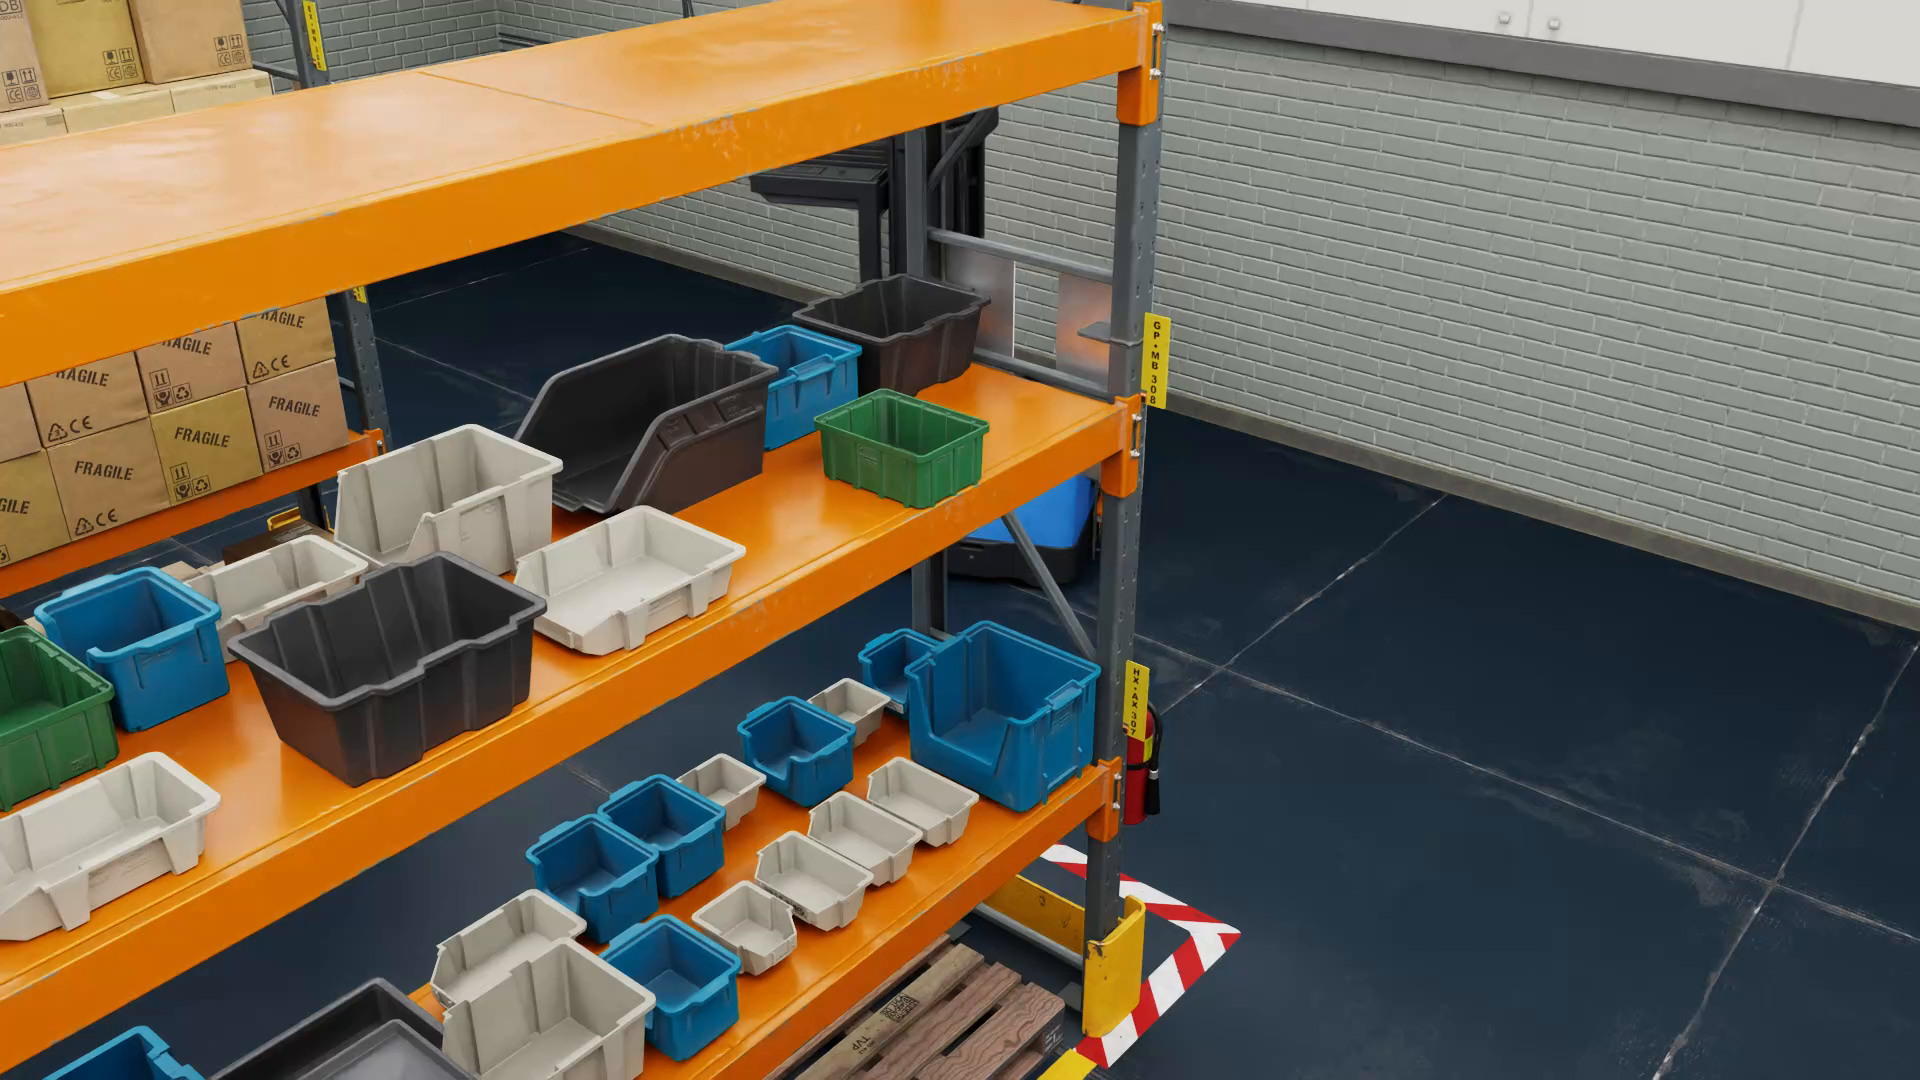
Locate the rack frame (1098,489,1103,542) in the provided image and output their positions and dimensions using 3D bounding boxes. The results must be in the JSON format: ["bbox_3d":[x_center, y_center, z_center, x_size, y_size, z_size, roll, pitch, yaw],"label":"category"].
[{"bbox_3d":[1.004,-0.442,10.592,0.200,1.050,0.008,7,28,12],"label":"rack frame"}]

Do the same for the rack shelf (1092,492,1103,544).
[{"bbox_3d":[0.973,-0.131,10.619,0.215,0.259,0.240,7,28,12],"label":"rack shelf"}]

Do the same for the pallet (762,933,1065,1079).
[{"bbox_3d":[-0.327,2.044,6.701,1.003,0.211,1.213,21,34,34],"label":"pallet"}]

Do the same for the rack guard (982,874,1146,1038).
[{"bbox_3d":[0.232,1.623,7.201,1.175,0.500,0.348,21,34,34],"label":"rack guard"}]

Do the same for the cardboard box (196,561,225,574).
[{"bbox_3d":[-4.283,0.275,9.690,0.380,0.166,0.250,21,34,34],"label":"cardboard box"}]

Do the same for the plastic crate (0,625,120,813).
[{"bbox_3d":[-2.281,0.466,3.682,0.450,0.188,0.662,21,34,34],"label":"plastic crate"}]

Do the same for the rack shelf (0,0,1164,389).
[{"bbox_3d":[-1.045,-0.934,4.111,1.077,0.370,4.000,21,34,34],"label":"rack shelf"}]

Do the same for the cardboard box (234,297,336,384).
[{"bbox_3d":[-3.664,-1.175,8.691,0.500,0.500,0.500,20,34,34],"label":"cardboard box"}]

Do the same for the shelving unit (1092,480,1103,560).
[{"bbox_3d":[0.974,-0.387,10.487,0.215,1.050,0.252,7,28,12],"label":"shelving unit"}]

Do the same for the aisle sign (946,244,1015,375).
[{"bbox_3d":[0.044,-0.742,6.223,0.394,0.787,0.004,21,34,34],"label":"aisle sign"}]

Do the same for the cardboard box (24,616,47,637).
[{"bbox_3d":[-4.793,0.566,9.037,0.500,0.250,0.500,21,34,34],"label":"cardboard box"}]

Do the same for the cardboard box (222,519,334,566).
[{"bbox_3d":[-3.748,0.255,9.366,0.500,0.500,0.500,21,34,34],"label":"cardboard box"}]

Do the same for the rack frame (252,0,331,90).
[{"bbox_3d":[-3.593,-3.589,8.026,1.000,3.000,0.127,21,34,34],"label":"rack frame"}]

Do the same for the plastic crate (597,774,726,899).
[{"bbox_3d":[-1.021,1.030,5.742,0.416,0.233,0.300,21,34,34],"label":"plastic crate"}]

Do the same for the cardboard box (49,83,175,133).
[{"bbox_3d":[-4.040,-1.978,7.795,0.500,0.250,0.500,21,34,34],"label":"cardboard box"}]

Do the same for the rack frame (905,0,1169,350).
[{"bbox_3d":[0.227,-2.140,5.225,1.000,3.000,0.127,21,34,34],"label":"rack frame"}]

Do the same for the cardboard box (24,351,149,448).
[{"bbox_3d":[-4.310,-0.810,7.986,0.500,0.500,0.500,22,34,36],"label":"cardboard box"}]

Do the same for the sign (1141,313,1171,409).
[{"bbox_3d":[0.662,-0.606,5.638,0.100,0.325,0.005,21,34,34],"label":"sign"}]

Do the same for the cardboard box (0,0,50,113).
[{"bbox_3d":[-4.526,-2.197,7.403,0.700,0.500,0.500,21,34,34],"label":"cardboard box"}]

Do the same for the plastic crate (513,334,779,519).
[{"bbox_3d":[-0.957,-0.319,5.036,0.504,0.338,0.767,21,34,34],"label":"plastic crate"}]

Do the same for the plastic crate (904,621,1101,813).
[{"bbox_3d":[0.158,0.656,6.246,0.616,0.435,0.499,21,34,34],"label":"plastic crate"}]

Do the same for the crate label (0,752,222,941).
[{"bbox_3d":[-1.783,0.639,3.405,0.293,0.136,0.466,21,34,34],"label":"crate label"}]

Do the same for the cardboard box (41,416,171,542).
[{"bbox_3d":[-4.316,-0.370,8.224,0.500,0.500,0.500,21,34,35],"label":"cardboard box"}]

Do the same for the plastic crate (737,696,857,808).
[{"bbox_3d":[-0.603,0.797,6.193,0.416,0.233,0.300,21,34,34],"label":"plastic crate"}]

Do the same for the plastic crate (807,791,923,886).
[{"bbox_3d":[-0.347,1.056,5.798,0.396,0.136,0.243,21,34,34],"label":"plastic crate"}]

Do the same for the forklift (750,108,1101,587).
[{"bbox_3d":[-0.635,-1.369,10.339,3.031,2.935,1.130,7,28,13],"label":"forklift"}]

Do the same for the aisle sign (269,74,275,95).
[{"bbox_3d":[-3.776,-2.189,9.019,0.394,0.787,0.004,21,34,34],"label":"aisle sign"}]

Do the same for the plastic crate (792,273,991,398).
[{"bbox_3d":[-0.233,-0.695,5.838,0.497,0.269,0.590,21,34,34],"label":"plastic crate"}]

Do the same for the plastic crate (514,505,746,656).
[{"bbox_3d":[-0.896,0.115,4.418,0.437,0.136,0.530,21,34,34],"label":"plastic crate"}]

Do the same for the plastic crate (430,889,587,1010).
[{"bbox_3d":[-1.441,1.328,5.272,0.293,0.136,0.466,21,34,34],"label":"plastic crate"}]

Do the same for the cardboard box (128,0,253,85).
[{"bbox_3d":[-3.907,-2.558,8.101,0.700,0.500,0.500,21,34,34],"label":"cardboard box"}]

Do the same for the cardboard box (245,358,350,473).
[{"bbox_3d":[-3.667,-0.730,8.920,0.500,0.500,0.500,22,35,36],"label":"cardboard box"}]

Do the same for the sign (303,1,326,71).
[{"bbox_3d":[-3.177,-2.481,8.184,0.100,0.325,0.005,21,34,34],"label":"sign"}]

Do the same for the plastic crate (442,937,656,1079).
[{"bbox_3d":[-1.204,1.481,4.818,0.437,0.282,0.530,21,34,34],"label":"plastic crate"}]

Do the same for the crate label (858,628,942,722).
[{"bbox_3d":[-0.184,0.564,6.645,0.416,0.233,0.303,21,34,34],"label":"crate label"}]

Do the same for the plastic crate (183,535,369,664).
[{"bbox_3d":[-1.802,0.166,4.320,0.293,0.136,0.466,21,34,34],"label":"plastic crate"}]

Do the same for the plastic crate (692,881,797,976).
[{"bbox_3d":[-0.680,1.272,5.380,0.298,0.136,0.250,21,34,34],"label":"plastic crate"}]

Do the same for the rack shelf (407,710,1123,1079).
[{"bbox_3d":[-1.045,1.553,5.398,1.077,0.370,4.000,21,34,34],"label":"rack shelf"}]
